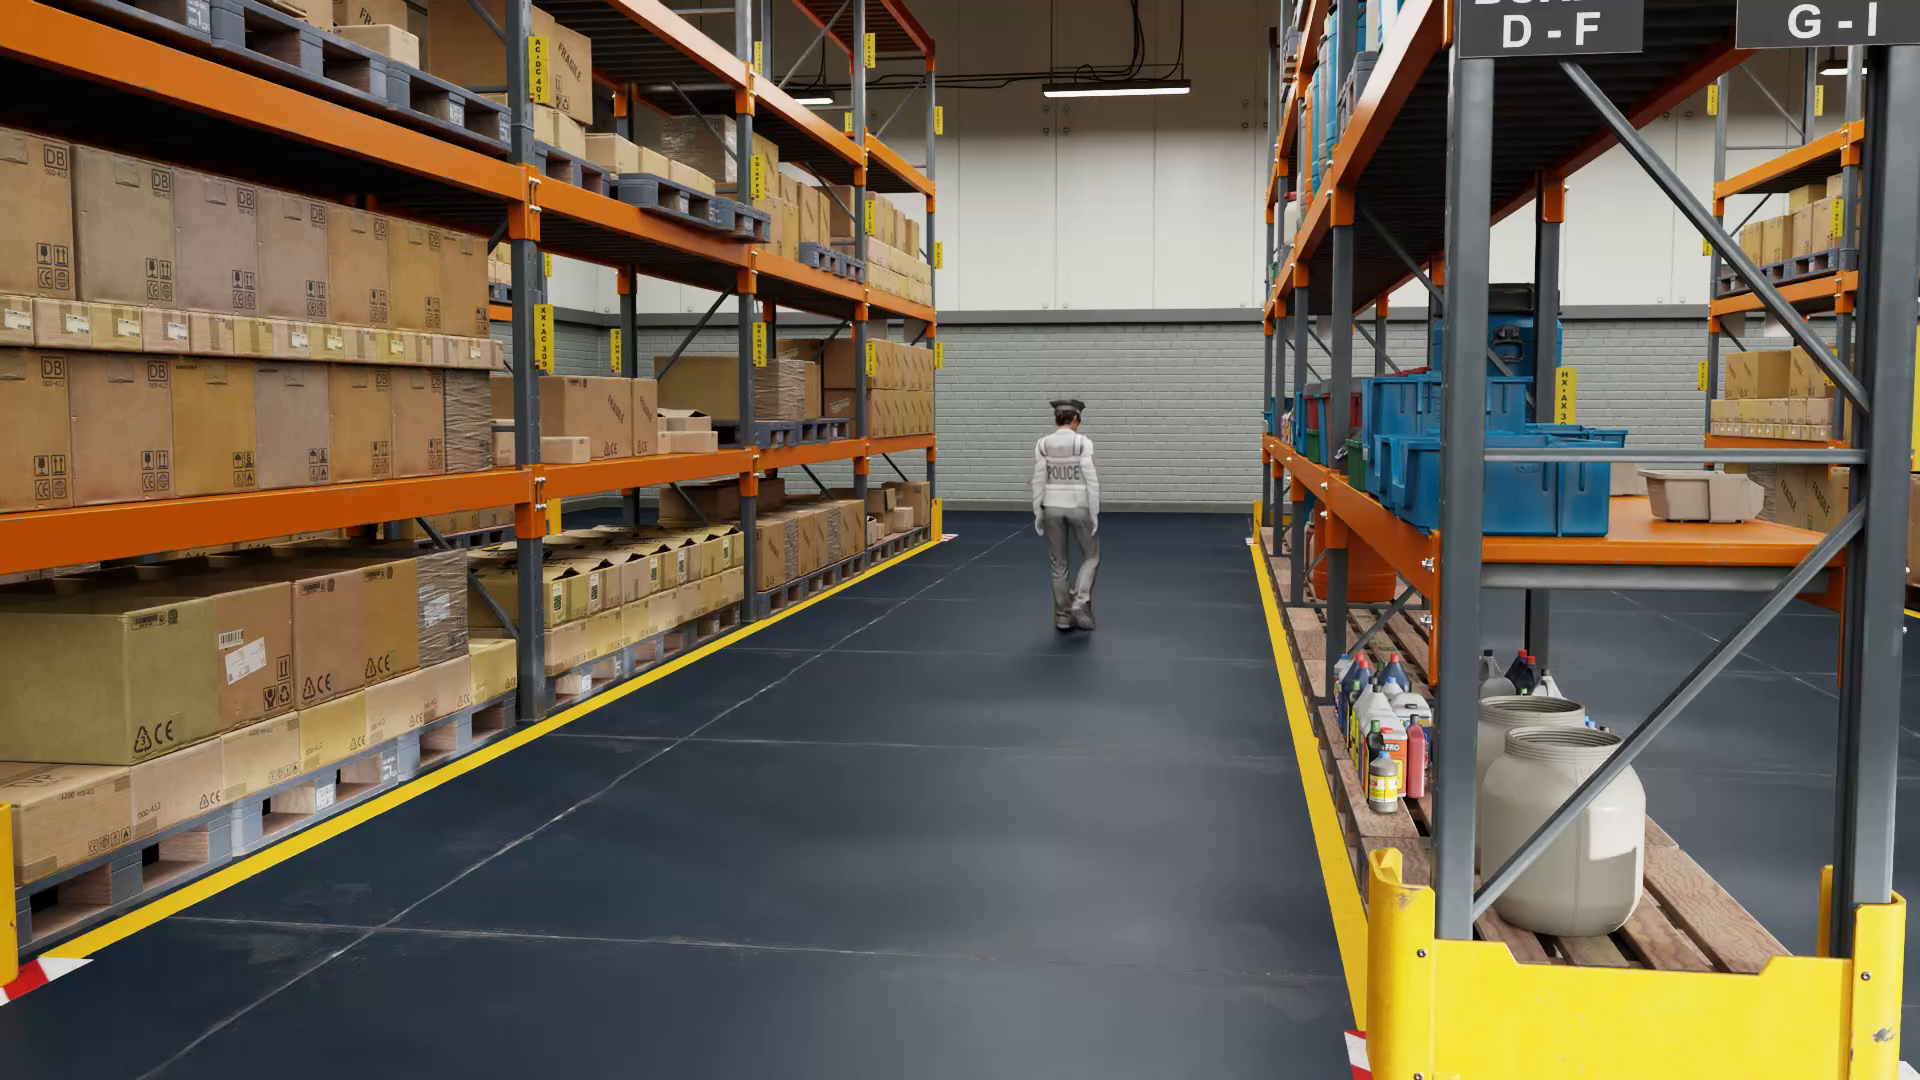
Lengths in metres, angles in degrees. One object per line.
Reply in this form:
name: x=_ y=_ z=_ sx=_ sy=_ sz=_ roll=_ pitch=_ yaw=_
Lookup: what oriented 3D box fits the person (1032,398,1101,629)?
person: x=0.772 y=-0.180 z=11.910 sx=0.502 sy=1.662 sz=0.511 roll=1 pitch=5 yaw=17
